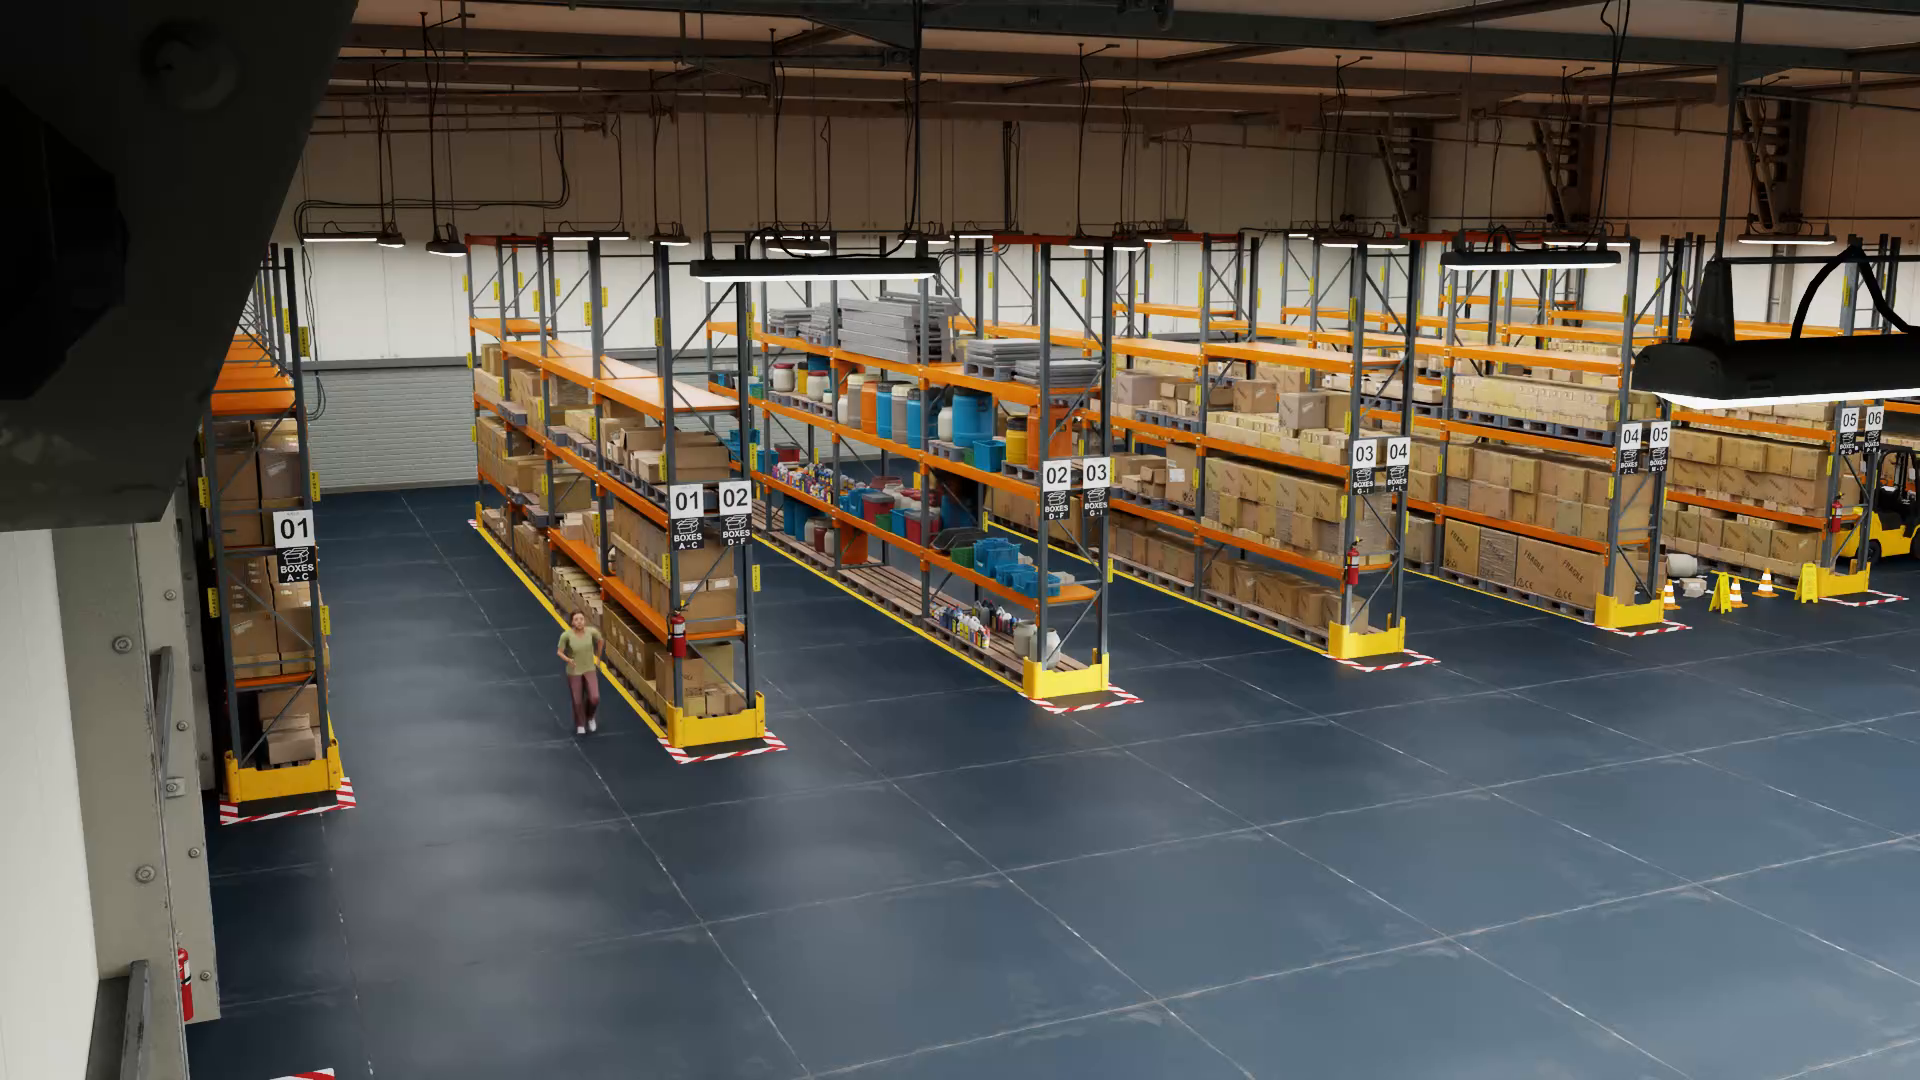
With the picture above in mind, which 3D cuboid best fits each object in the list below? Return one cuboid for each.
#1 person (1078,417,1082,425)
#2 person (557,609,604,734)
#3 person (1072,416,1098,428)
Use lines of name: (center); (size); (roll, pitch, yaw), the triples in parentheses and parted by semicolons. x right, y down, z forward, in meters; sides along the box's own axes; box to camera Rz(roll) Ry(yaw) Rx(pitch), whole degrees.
person: (2.834, -2.036, 39.011); (0.717, 1.771, 0.833); (-3, 11, -16)
person: (-4.644, 1.629, 20.439); (0.587, 1.618, 0.663); (-4, 12, -18)
person: (3.060, -2.517, 41.626); (0.692, 1.735, 0.928); (10, 15, 41)
